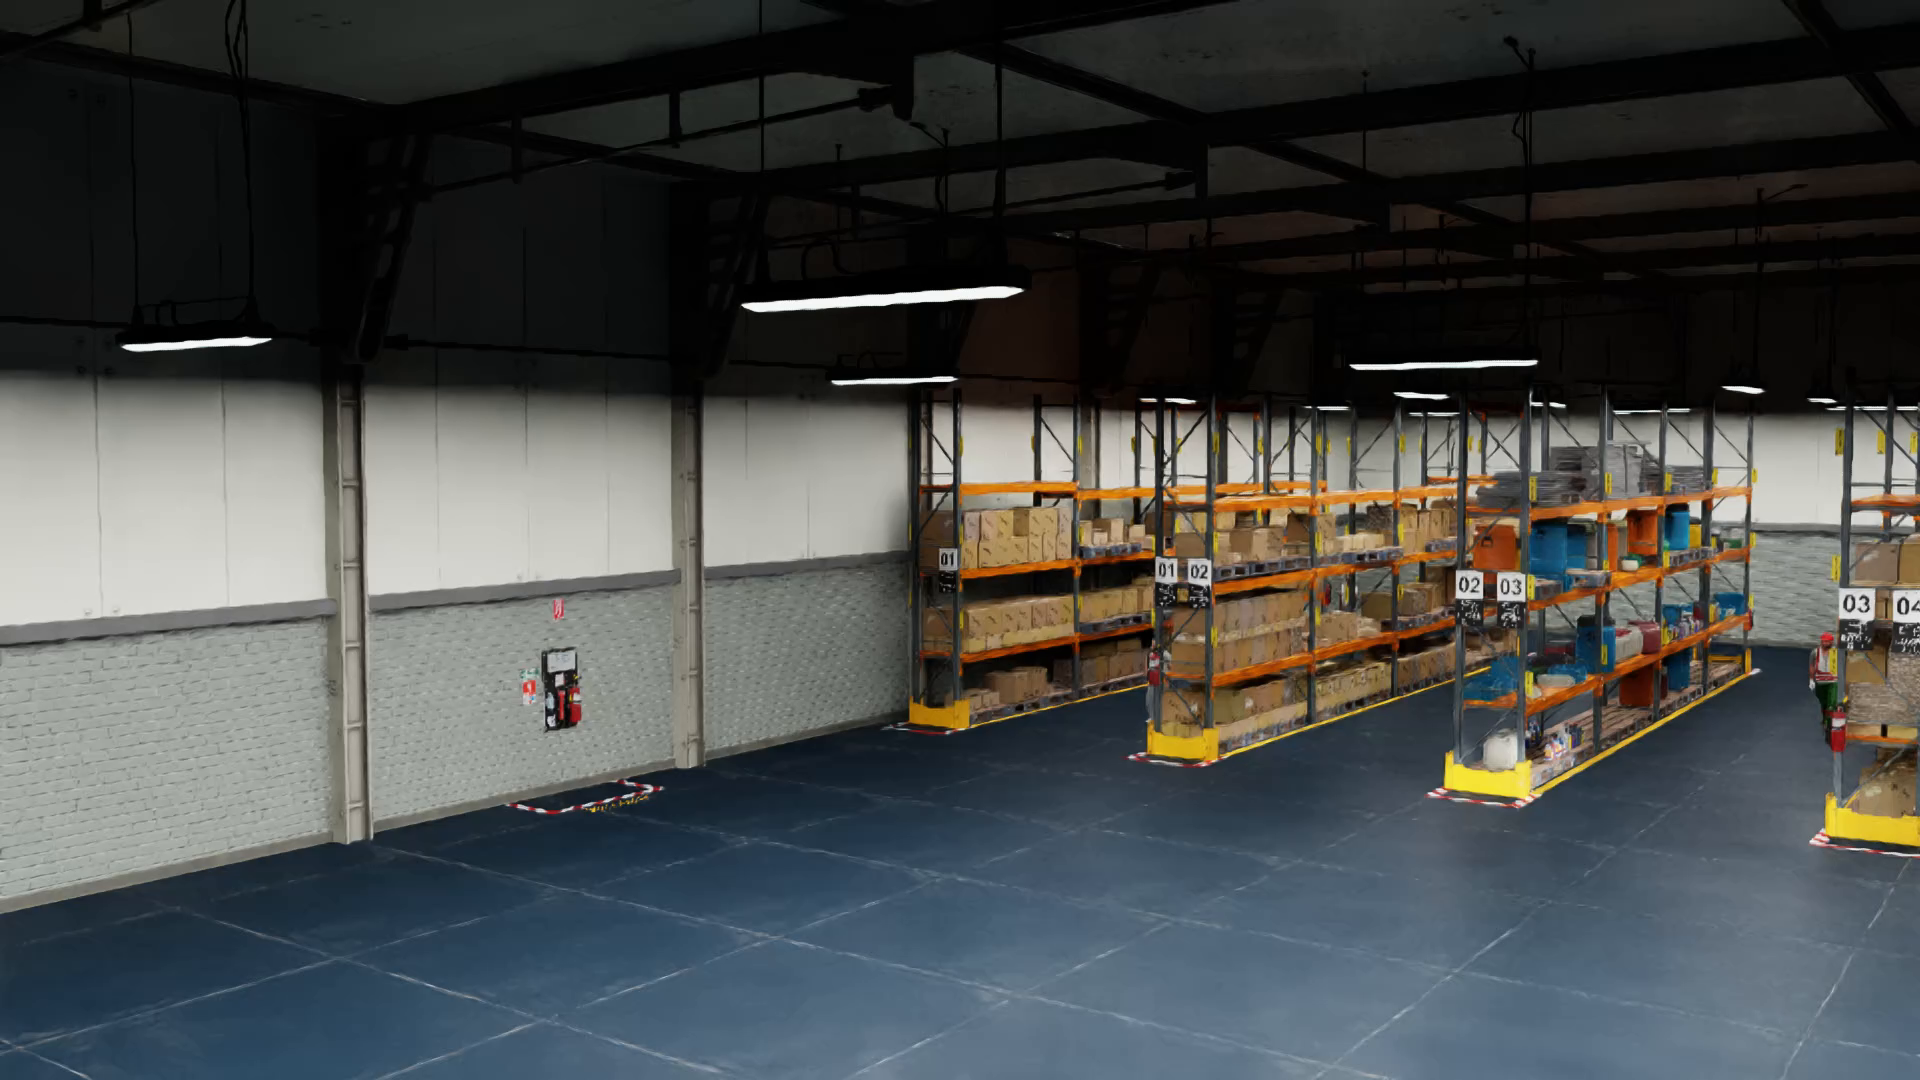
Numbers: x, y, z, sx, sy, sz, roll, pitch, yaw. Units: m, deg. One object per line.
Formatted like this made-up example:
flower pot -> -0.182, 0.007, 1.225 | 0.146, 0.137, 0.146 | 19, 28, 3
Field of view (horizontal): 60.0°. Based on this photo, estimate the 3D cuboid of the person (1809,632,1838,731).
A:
person -> 15.228, 2.466, 29.245 | 0.553, 1.709, 1.123 | 3, 4, 38

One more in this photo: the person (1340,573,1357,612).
person -> 10.230, 1.672, 43.888 | 0.543, 1.645, 0.911 | 0, 3, 9

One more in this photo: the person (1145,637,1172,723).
person -> 3.557, 2.512, 29.633 | 0.580, 1.618, 0.506 | 2, 4, 33
